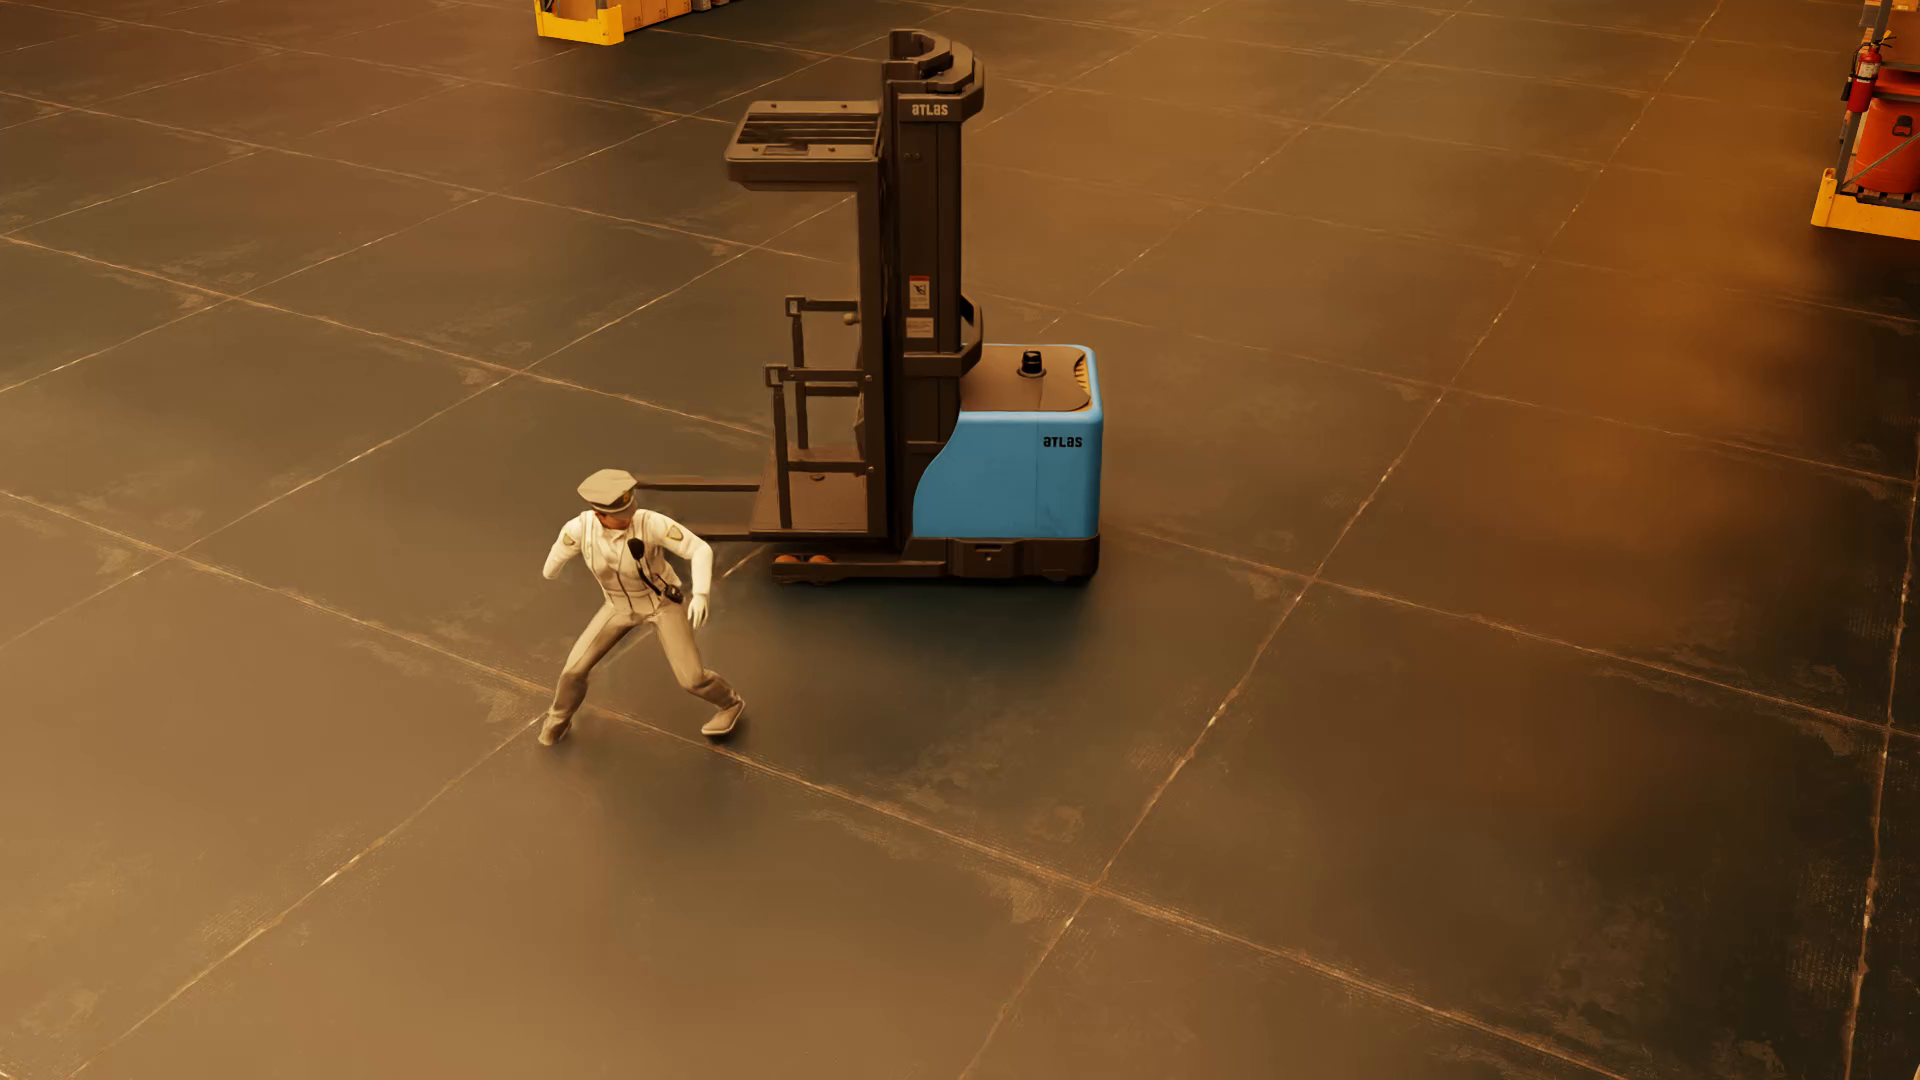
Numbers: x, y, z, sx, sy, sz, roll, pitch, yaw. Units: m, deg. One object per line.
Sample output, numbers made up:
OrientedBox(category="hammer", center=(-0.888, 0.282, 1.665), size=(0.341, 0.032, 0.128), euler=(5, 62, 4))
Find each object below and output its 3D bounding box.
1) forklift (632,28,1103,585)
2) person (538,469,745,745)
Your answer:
OrientedBox(category="forklift", center=(-0.710, -1.276, 9.281), size=(3.031, 2.935, 1.130), euler=(0, 30, 1))
OrientedBox(category="person", center=(-1.602, 0.368, 7.974), size=(1.014, 1.621, 0.526), euler=(7, 31, 12))
